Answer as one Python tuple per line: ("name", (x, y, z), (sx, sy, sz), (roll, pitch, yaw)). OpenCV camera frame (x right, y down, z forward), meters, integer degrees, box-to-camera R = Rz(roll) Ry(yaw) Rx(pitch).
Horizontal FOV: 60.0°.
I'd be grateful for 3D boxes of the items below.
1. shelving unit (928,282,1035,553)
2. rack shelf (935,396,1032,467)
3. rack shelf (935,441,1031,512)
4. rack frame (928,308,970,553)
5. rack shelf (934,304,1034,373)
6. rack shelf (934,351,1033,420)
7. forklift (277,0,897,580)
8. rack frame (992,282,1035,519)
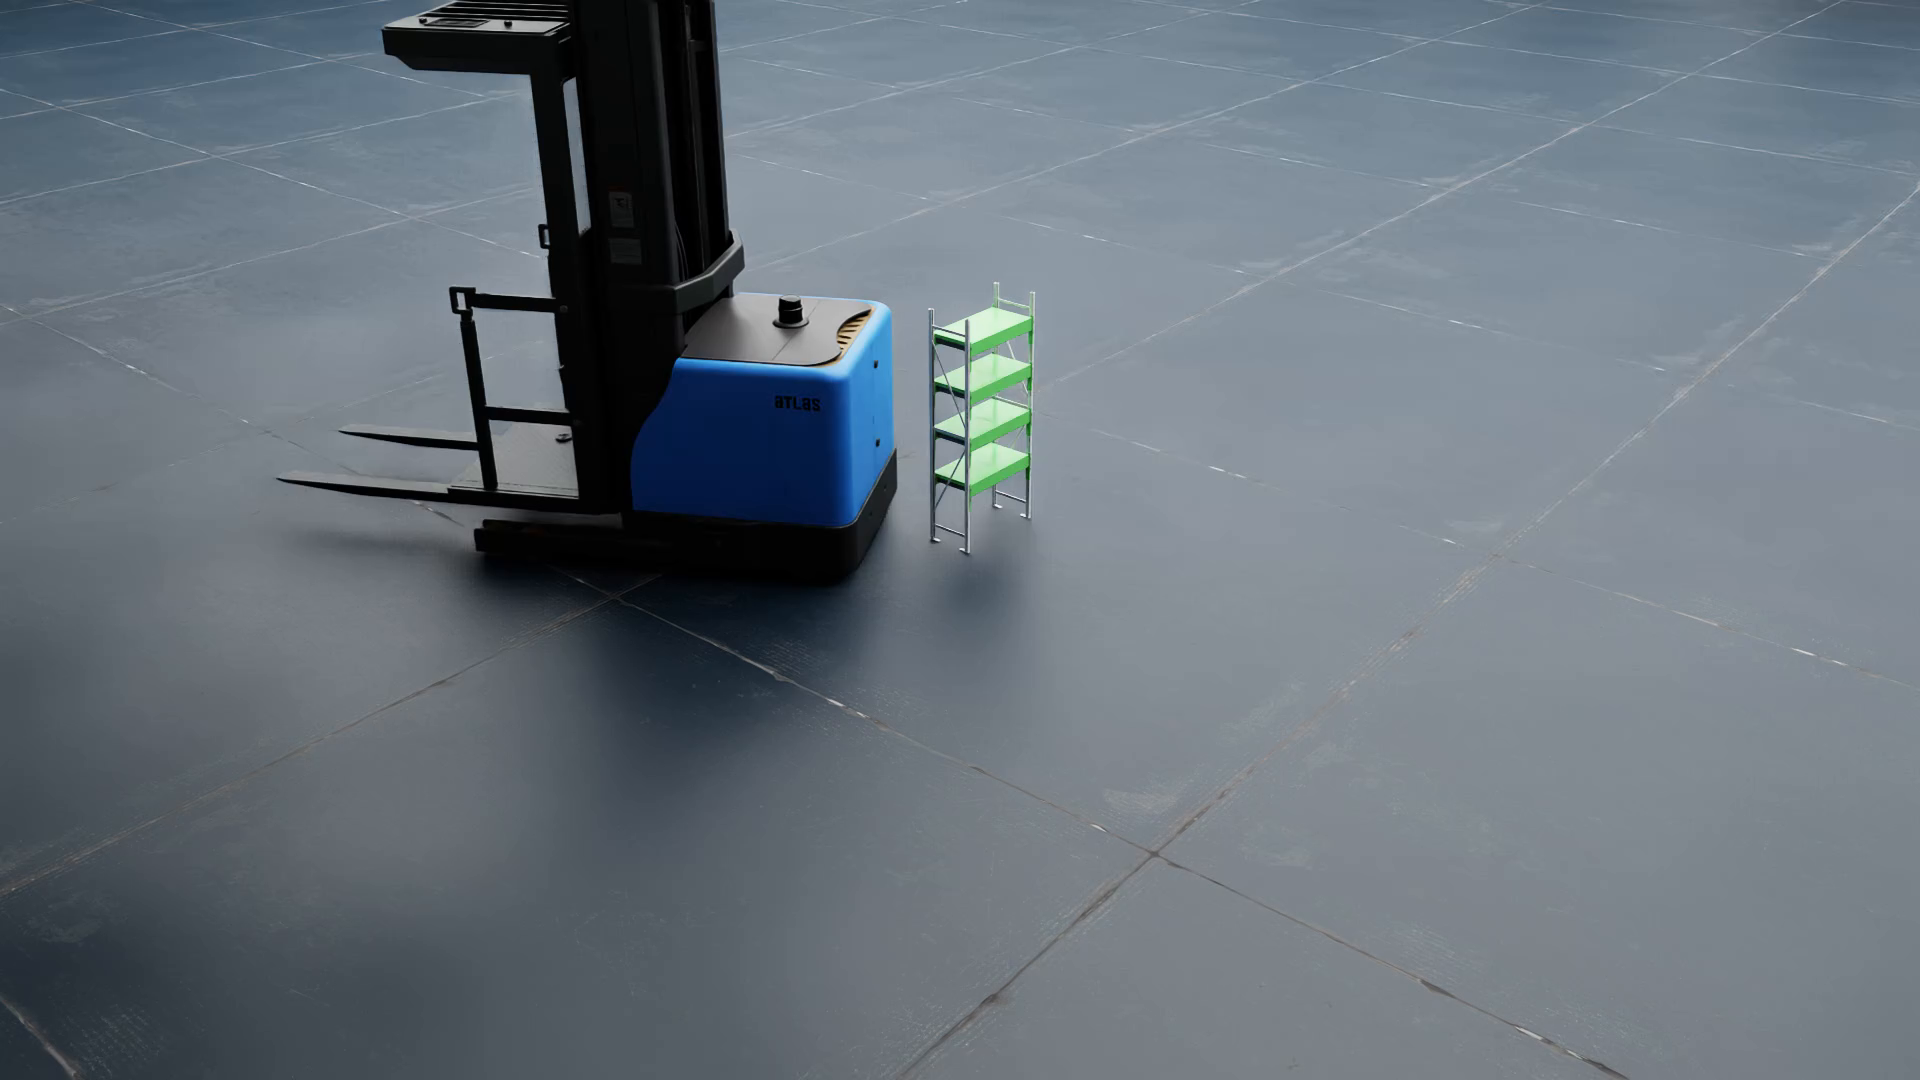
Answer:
("shelving unit", (0.105, -0.592, 8.088), (0.258, 1.200, 0.503), (21, 34, 34))
("rack shelf", (0.105, -0.535, 8.117), (0.258, 0.148, 0.480), (21, 34, 34))
("rack shelf", (0.105, -0.322, 8.227), (0.258, 0.148, 0.480), (21, 34, 34))
("rack frame", (-0.050, -0.505, 7.921), (0.240, 1.200, 0.015), (21, 34, 34))
("rack shelf", (0.105, -0.961, 7.897), (0.258, 0.148, 0.480), (21, 34, 34))
("rack shelf", (0.105, -0.748, 8.007), (0.258, 0.148, 0.480), (21, 34, 34))
("forklift", (-1.892, -1.436, 7.835), (3.031, 2.935, 1.130), (5, 28, 9))
("rack frame", (0.260, -0.678, 8.255), (0.240, 1.200, 0.015), (21, 34, 34))
